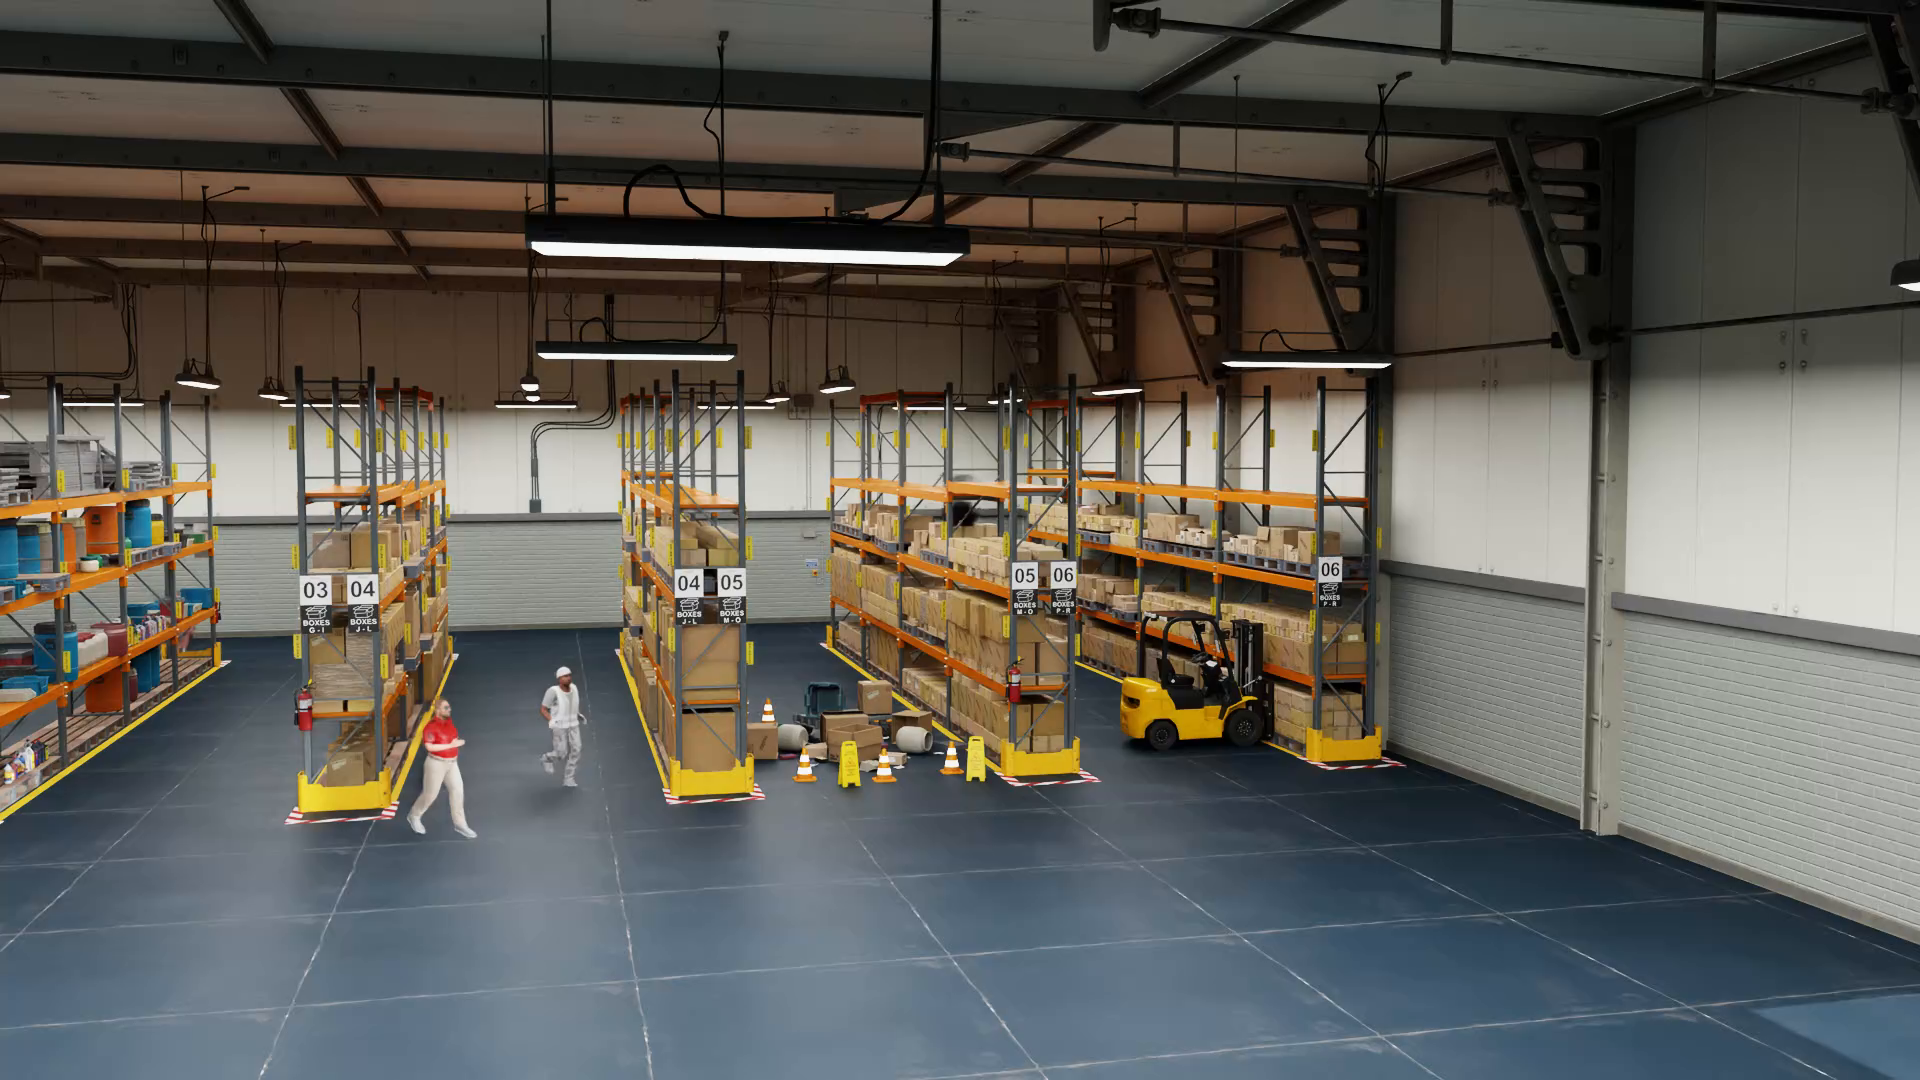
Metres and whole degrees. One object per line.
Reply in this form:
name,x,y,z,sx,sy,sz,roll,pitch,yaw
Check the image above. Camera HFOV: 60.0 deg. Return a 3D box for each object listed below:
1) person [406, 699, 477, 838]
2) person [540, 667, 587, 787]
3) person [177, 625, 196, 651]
person,-6.553,2.861,20.922,0.966,1.735,0.648,2,4,24
person,-5.776,2.702,24.135,0.746,1.741,0.687,3,5,43
person,-17.951,1.919,38.719,0.659,1.558,0.764,3,4,37
